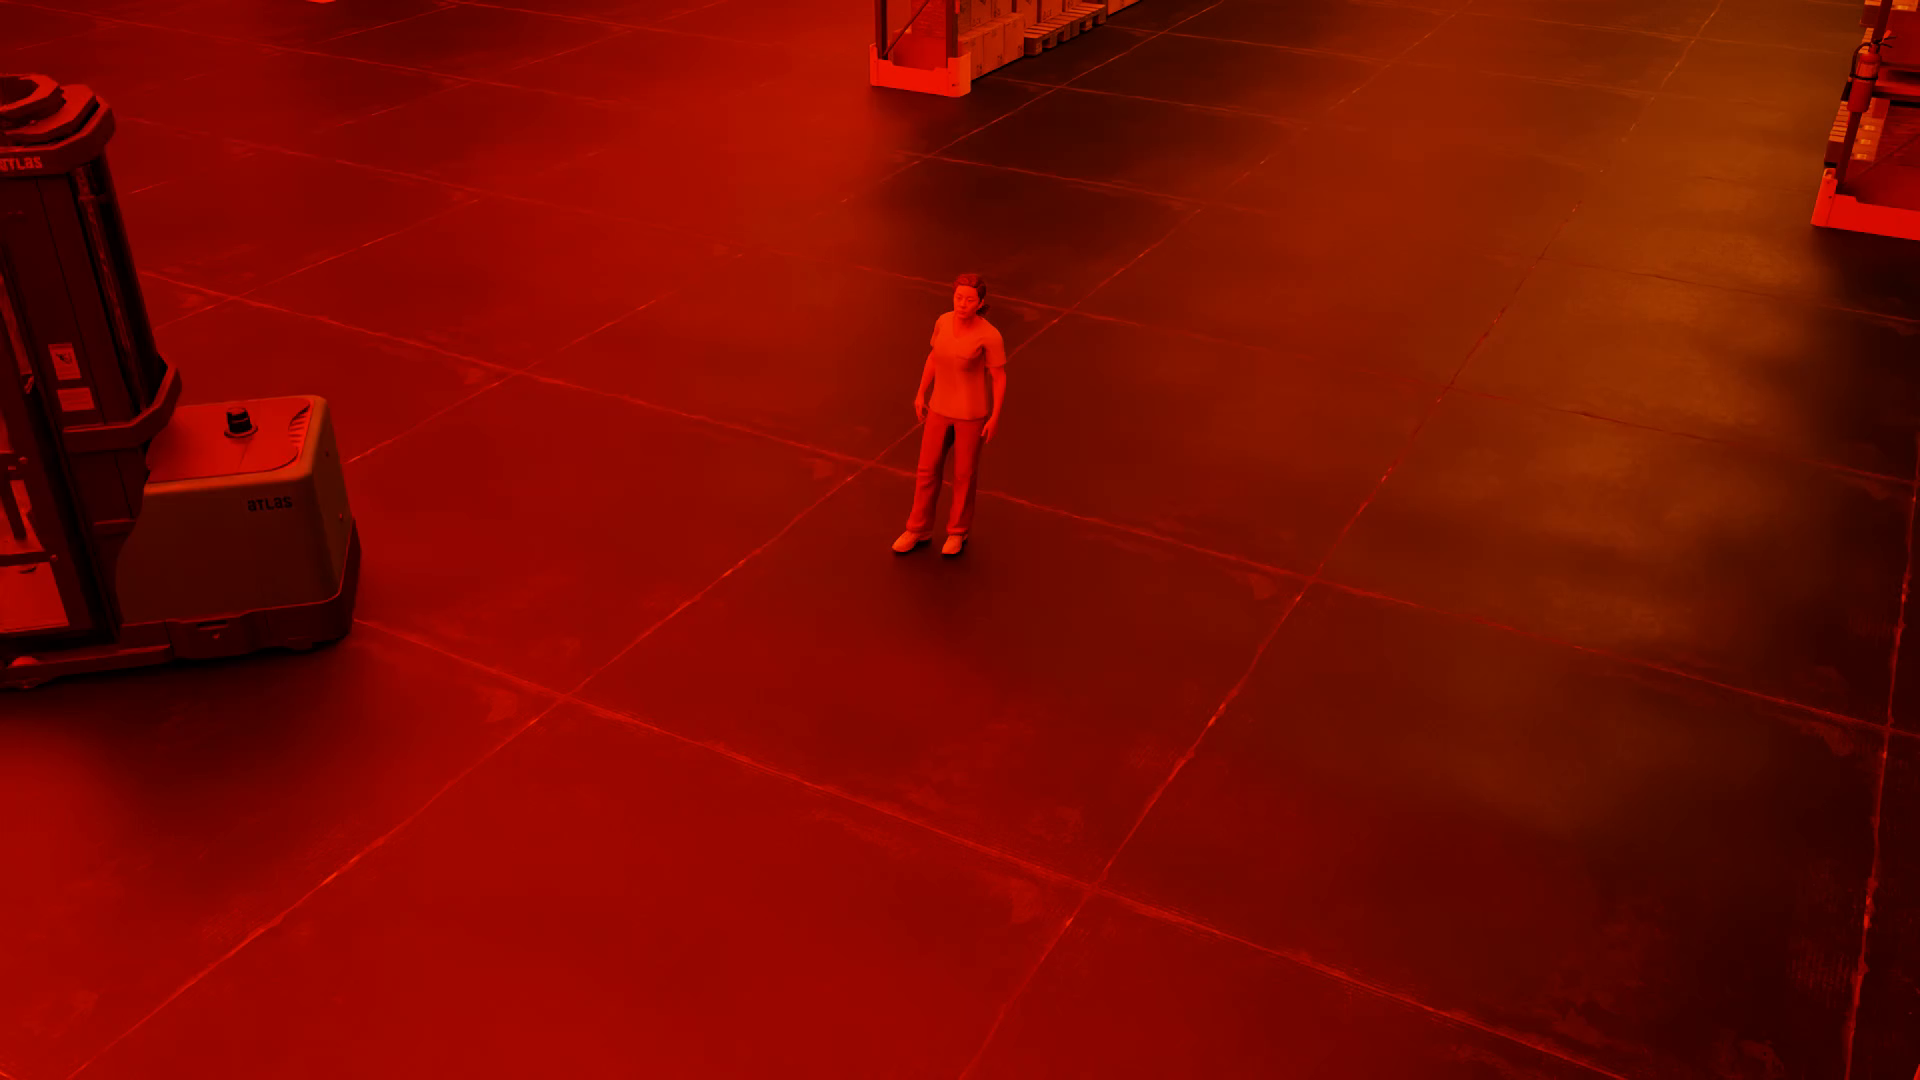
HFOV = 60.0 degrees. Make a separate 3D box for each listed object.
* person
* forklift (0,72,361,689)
[{"bbox_3d":[-0.046,-0.703,9.529,0.553,1.673,0.548,15,33,25],"label":"person"},{"bbox_3d":[-4.887,-0.762,8.391,3.031,2.935,1.130,-7,31,-11],"label":"forklift"}]
